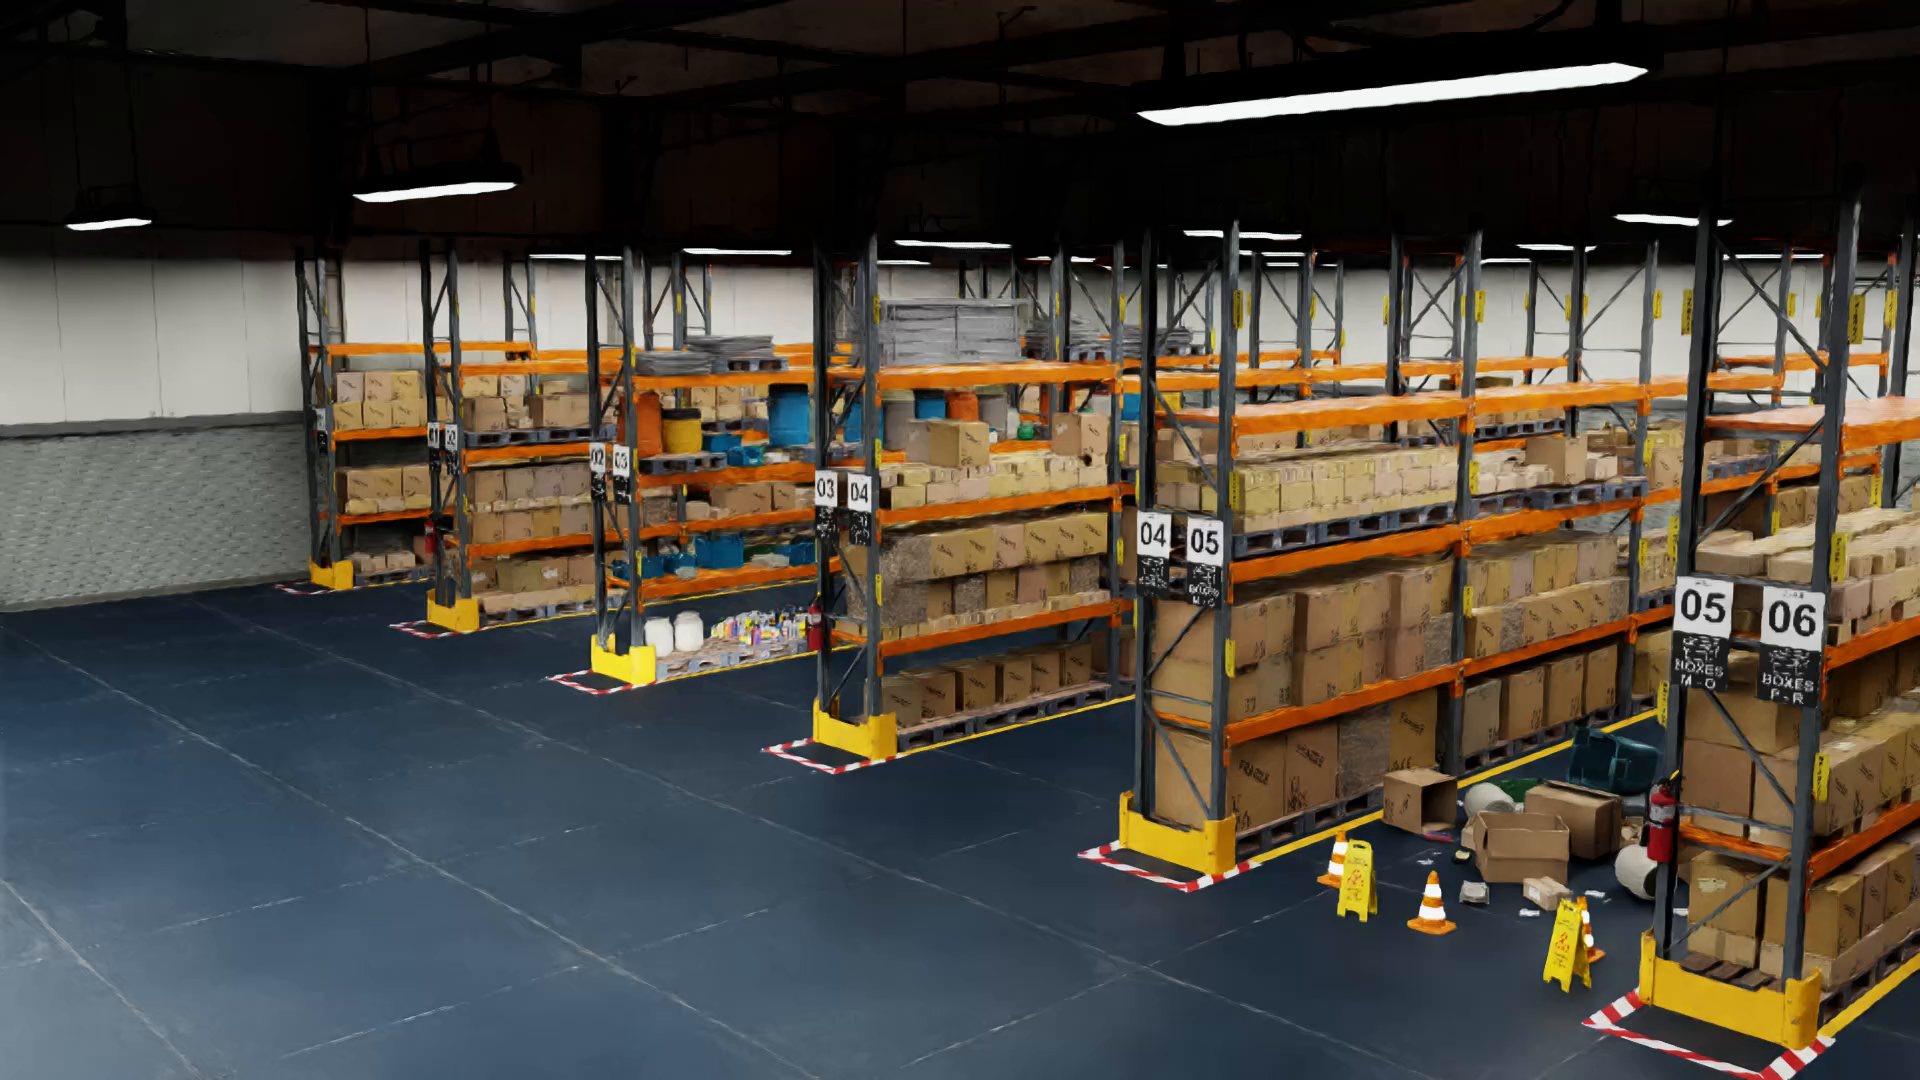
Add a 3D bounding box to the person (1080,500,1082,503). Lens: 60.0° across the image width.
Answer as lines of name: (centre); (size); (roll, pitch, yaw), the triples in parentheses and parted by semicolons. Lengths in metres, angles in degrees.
person: (2.644, -0.701, 33.922); (0.388, 1.772, 0.700); (6, 10, 36)
